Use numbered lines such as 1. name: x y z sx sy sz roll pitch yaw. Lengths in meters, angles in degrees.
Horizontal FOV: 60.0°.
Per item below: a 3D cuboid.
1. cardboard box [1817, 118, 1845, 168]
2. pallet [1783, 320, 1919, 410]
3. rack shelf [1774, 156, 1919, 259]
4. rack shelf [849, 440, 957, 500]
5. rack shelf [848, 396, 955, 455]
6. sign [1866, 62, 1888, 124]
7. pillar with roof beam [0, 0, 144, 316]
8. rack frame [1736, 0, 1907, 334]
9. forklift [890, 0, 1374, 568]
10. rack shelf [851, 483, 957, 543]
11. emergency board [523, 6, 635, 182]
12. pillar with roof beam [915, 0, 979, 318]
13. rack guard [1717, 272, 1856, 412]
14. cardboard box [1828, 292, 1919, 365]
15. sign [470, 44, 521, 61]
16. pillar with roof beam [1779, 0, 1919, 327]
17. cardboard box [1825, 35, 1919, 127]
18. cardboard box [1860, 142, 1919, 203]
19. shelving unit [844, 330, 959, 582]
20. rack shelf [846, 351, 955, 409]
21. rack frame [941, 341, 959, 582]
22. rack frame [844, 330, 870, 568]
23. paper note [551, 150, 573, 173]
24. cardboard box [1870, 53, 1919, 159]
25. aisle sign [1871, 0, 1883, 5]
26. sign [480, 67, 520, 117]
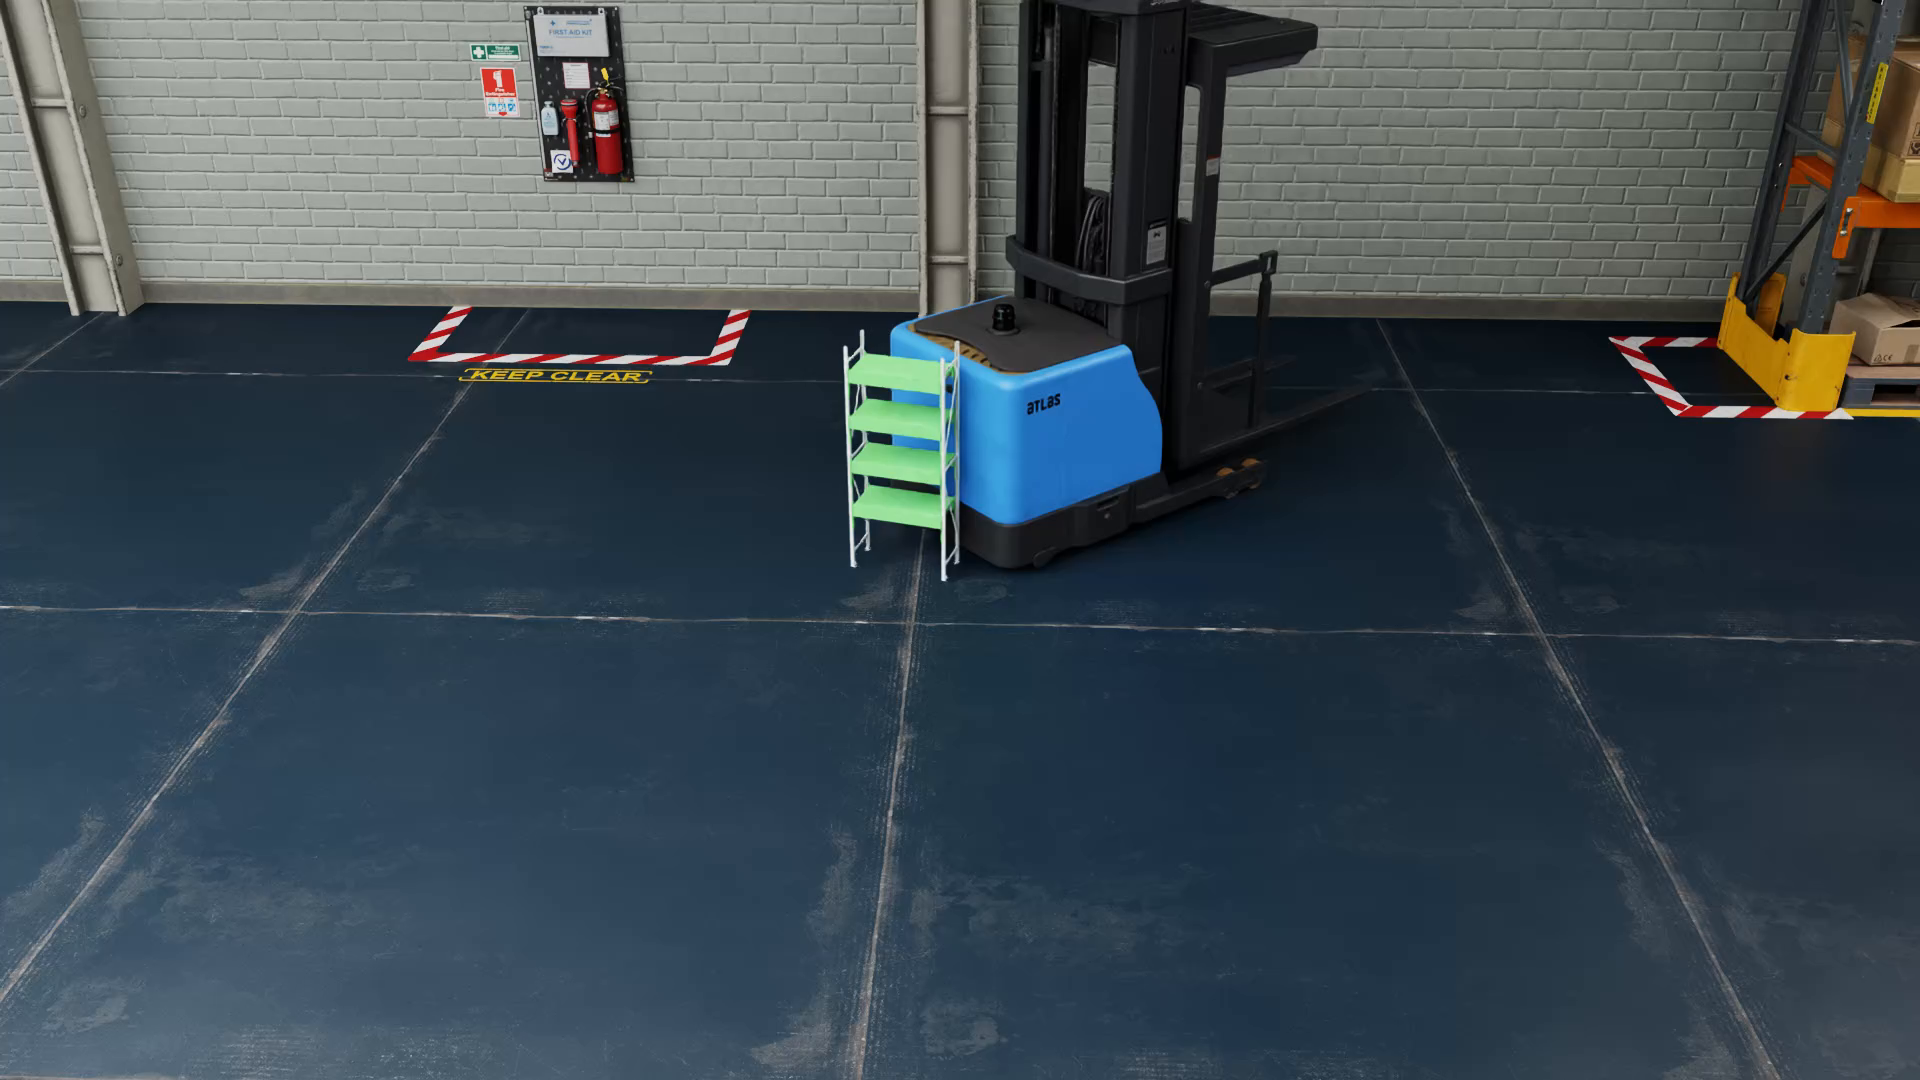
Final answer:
1. cardboard box: 5.661 -2.416 10.245 0.500 0.250 0.500 1 28 3
2. pallet: 6.073 -1.128 10.652 1.213 0.211 1.003 1 28 2
3. rack shelf: 7.185 -2.040 10.164 4.000 0.370 1.077 1 28 2
4. rack shelf: -0.279 -0.351 8.268 0.480 0.148 0.258 8 29 16
5. rack shelf: -0.279 -0.563 8.156 0.480 0.148 0.258 8 29 16
6. sign: 5.168 -2.519 9.376 0.005 0.325 0.100 1 28 2
7. pillar with roof beam: -6.228 -3.618 5.967 0.400 9.000 9.100 1 28 2
8. rack frame: 5.187 -2.391 10.058 0.127 3.000 1.000 1 28 2
9. forklift: 1.097 -1.700 8.828 3.031 2.935 1.130 -20 34 -33
10. rack shelf: -0.279 -0.139 8.381 0.480 0.148 0.258 8 29 16
11. emergency board: -2.548 -2.942 11.097 0.643 1.169 0.194 1 28 2
12. pillar with roof beam: -0.231 -3.519 5.780 0.400 9.000 9.100 1 28 2
13. rack guard: 5.263 -1.285 10.641 0.348 0.500 1.175 1 28 2
14. cardboard box: 5.875 -1.344 10.483 0.500 0.311 0.500 -2 28 -4
15. sign: -3.093 -3.245 11.065 0.331 0.109 0.001 1 28 2
16. pillar with roof beam: 5.765 -3.420 5.593 0.400 9.000 9.100 1 28 2
17. cardboard box: 5.665 -2.756 10.085 0.500 0.500 0.500 1 28 1
18. cardboard box: 5.663 -2.177 9.792 0.500 0.250 0.500 0 28 0
19. shelving unit: -0.279 -0.408 8.238 0.503 1.200 0.258 8 29 16
20. rack shelf: -0.279 -0.776 8.044 0.480 0.148 0.258 8 29 16
21. rack frame: -0.047 -0.373 8.173 0.015 1.200 0.240 8 29 16
22. rack frame: -0.512 -0.443 8.304 0.015 1.200 0.240 8 29 16
23. paper note: -2.722 -2.588 11.370 0.142 0.148 0.016 1 28 2
24. cardboard box: 5.653 -2.516 9.632 0.500 0.500 0.500 1 28 2
25. aisle sign: 5.104 -3.400 9.186 0.004 0.787 0.394 1 28 2
26. sign: -3.097 -3.015 11.197 0.234 0.329 0.001 1 28 2
